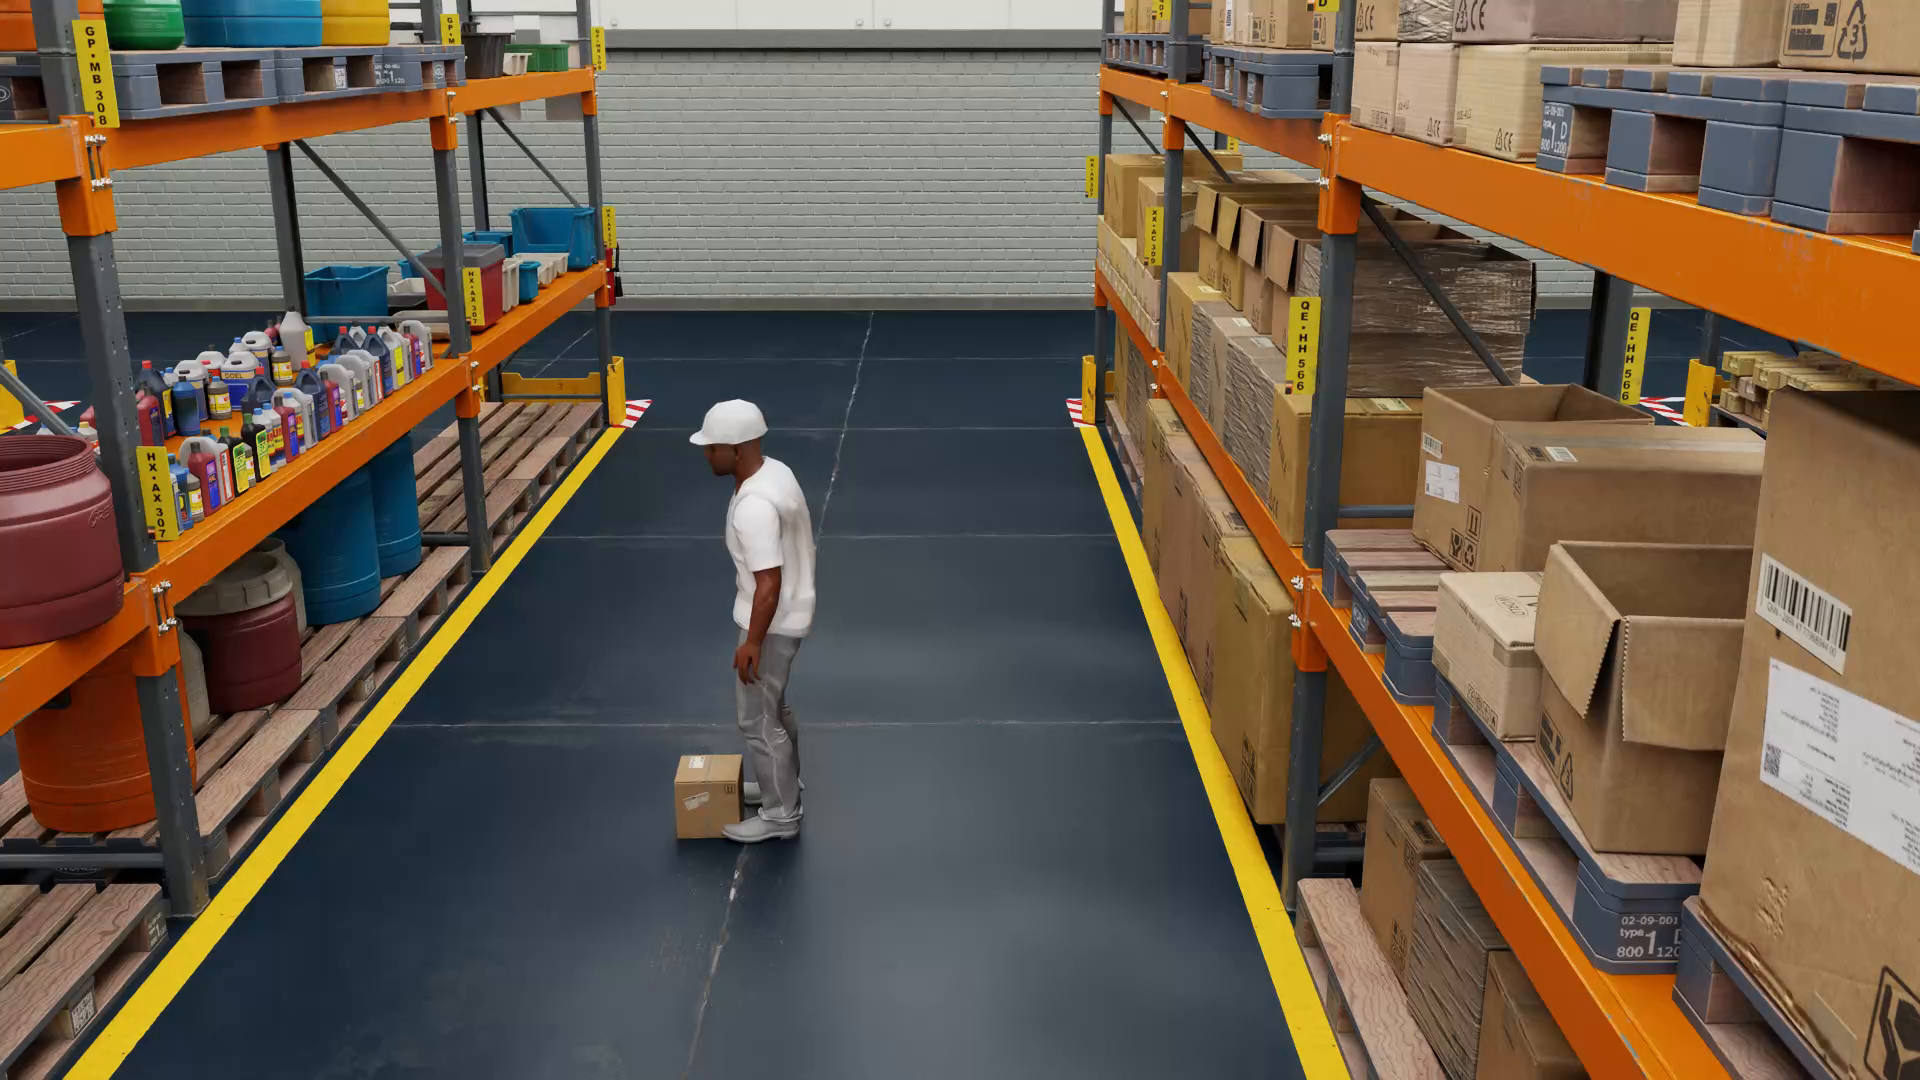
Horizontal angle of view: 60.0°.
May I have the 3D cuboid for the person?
[{"bbox_3d":[-0.786,0.311,6.501,0.462,1.757,0.636,-1,17,-2],"label":"person"}]
